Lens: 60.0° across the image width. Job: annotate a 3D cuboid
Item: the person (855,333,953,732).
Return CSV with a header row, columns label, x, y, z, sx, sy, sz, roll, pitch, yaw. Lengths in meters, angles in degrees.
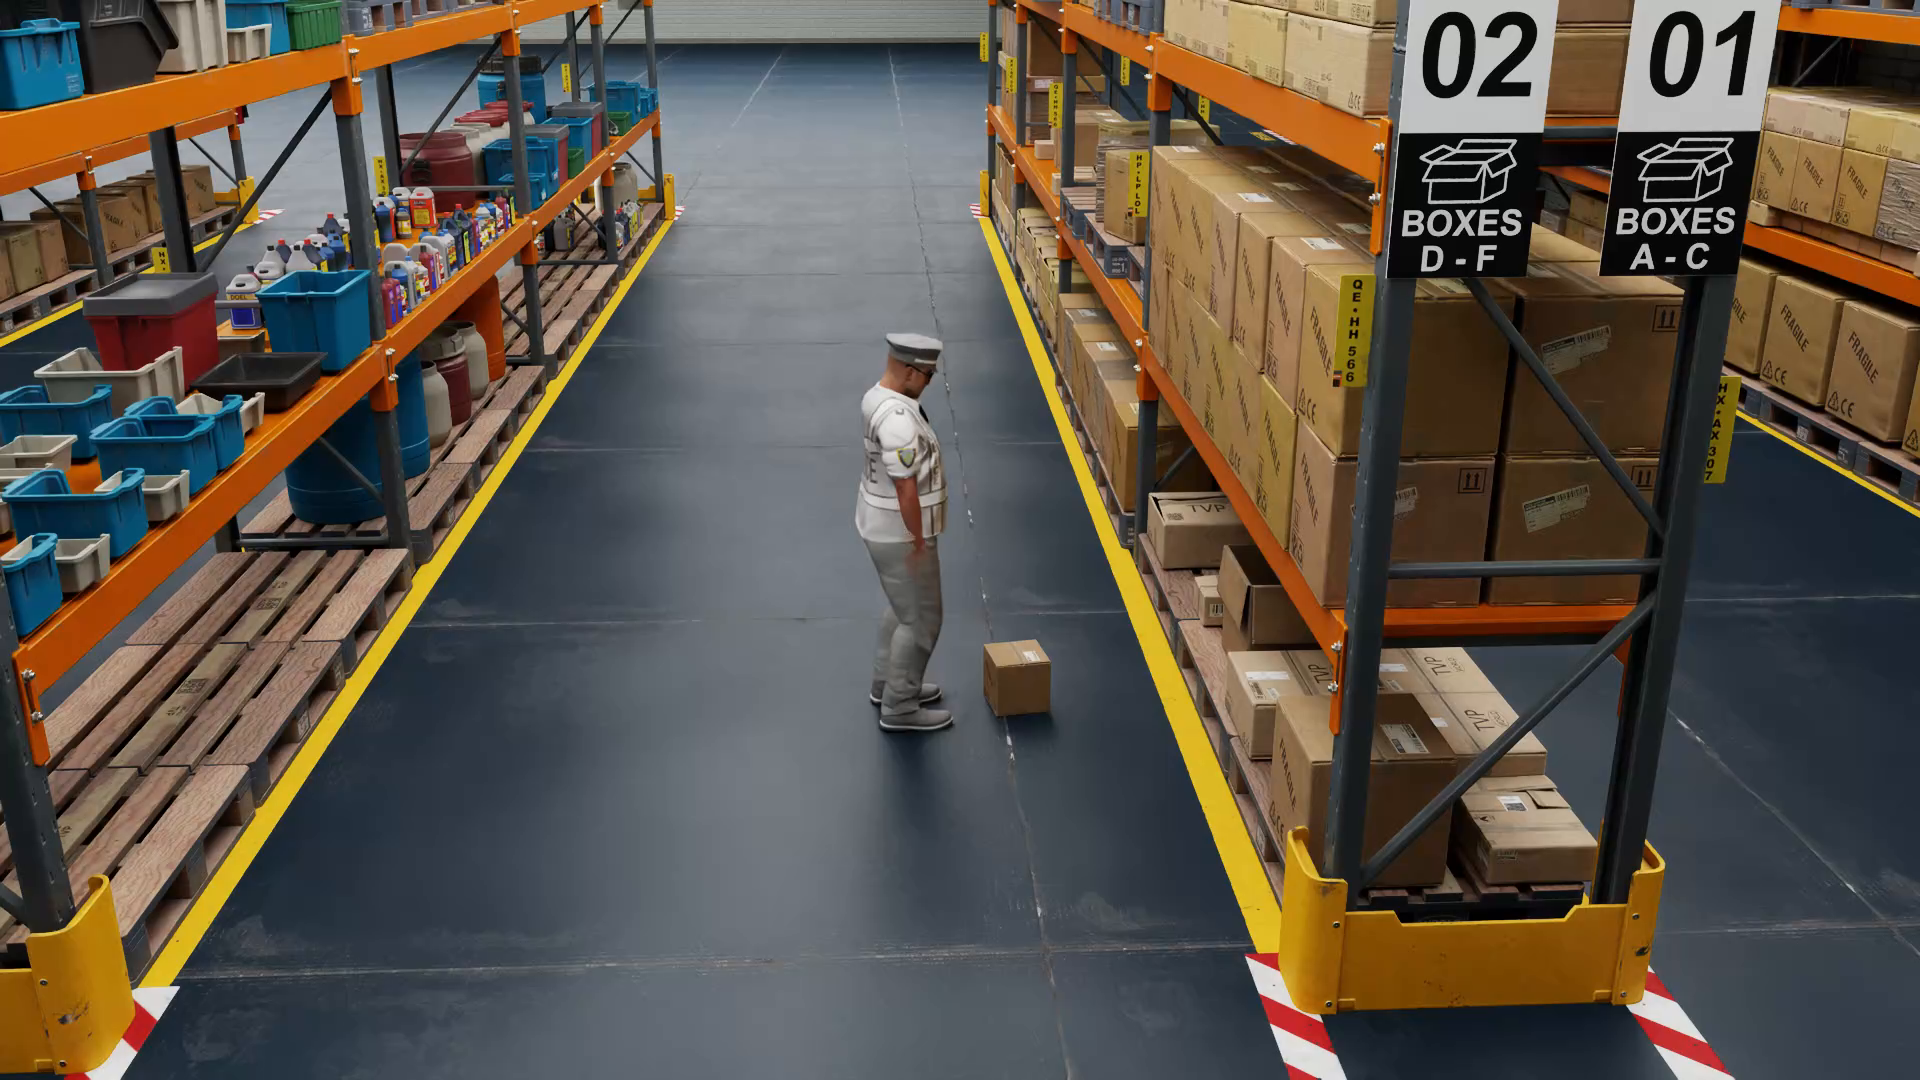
label,x,y,z,sx,sy,sz,roll,pitch,yaw
person,-0.253,-0.038,7.208,0.388,1.734,0.535,-4,21,-11
